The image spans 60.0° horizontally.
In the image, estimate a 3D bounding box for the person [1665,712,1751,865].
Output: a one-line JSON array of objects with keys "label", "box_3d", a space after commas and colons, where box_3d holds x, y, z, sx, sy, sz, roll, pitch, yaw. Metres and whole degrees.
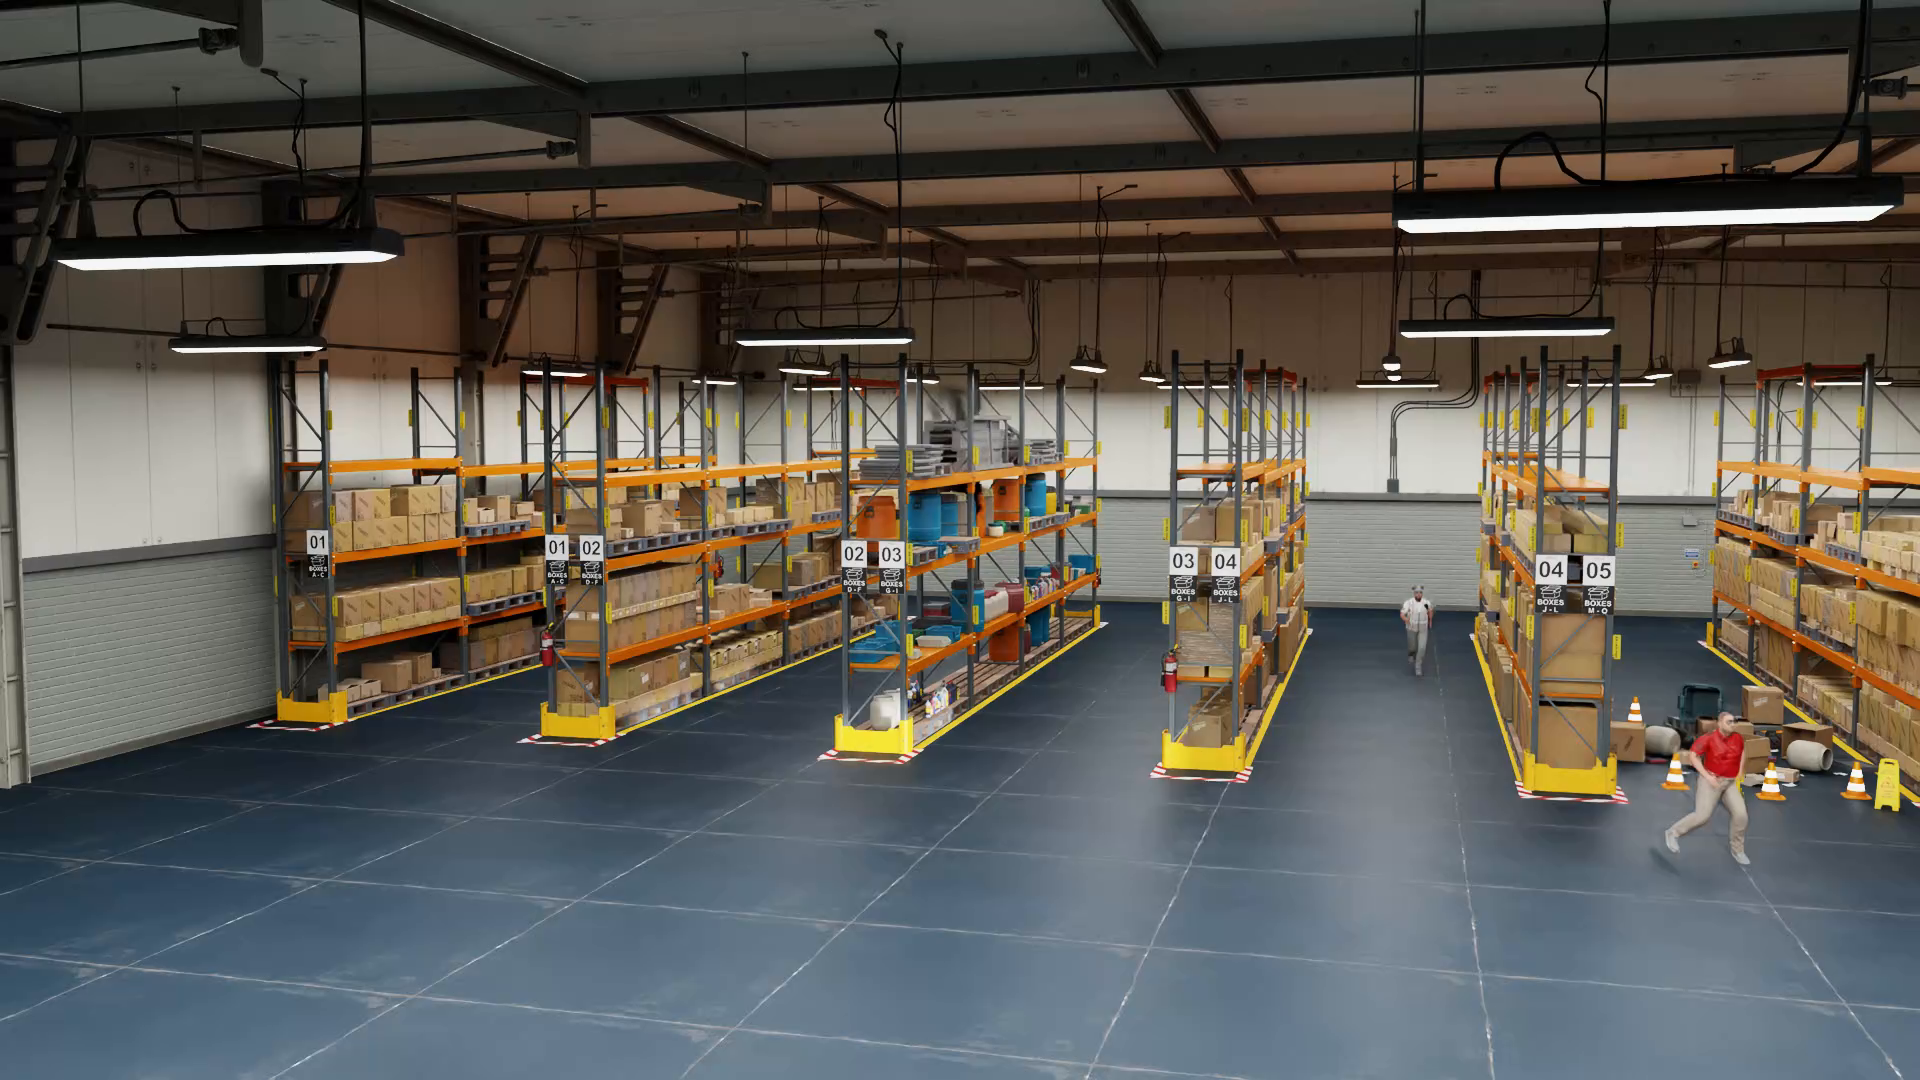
[{"label": "person", "box_3d": [8.615, 2.819, 18.995, 0.897, 1.737, 0.735, -1, 4, -17]}]

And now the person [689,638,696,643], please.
[{"label": "person", "box_3d": [-5.605, 1.697, 34.579, 0.530, 1.622, 0.825, 1, 4, 12]}]

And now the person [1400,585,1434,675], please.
[{"label": "person", "box_3d": [9.093, 1.775, 33.061, 0.673, 1.790, 0.814, 1, 4, 7]}]
